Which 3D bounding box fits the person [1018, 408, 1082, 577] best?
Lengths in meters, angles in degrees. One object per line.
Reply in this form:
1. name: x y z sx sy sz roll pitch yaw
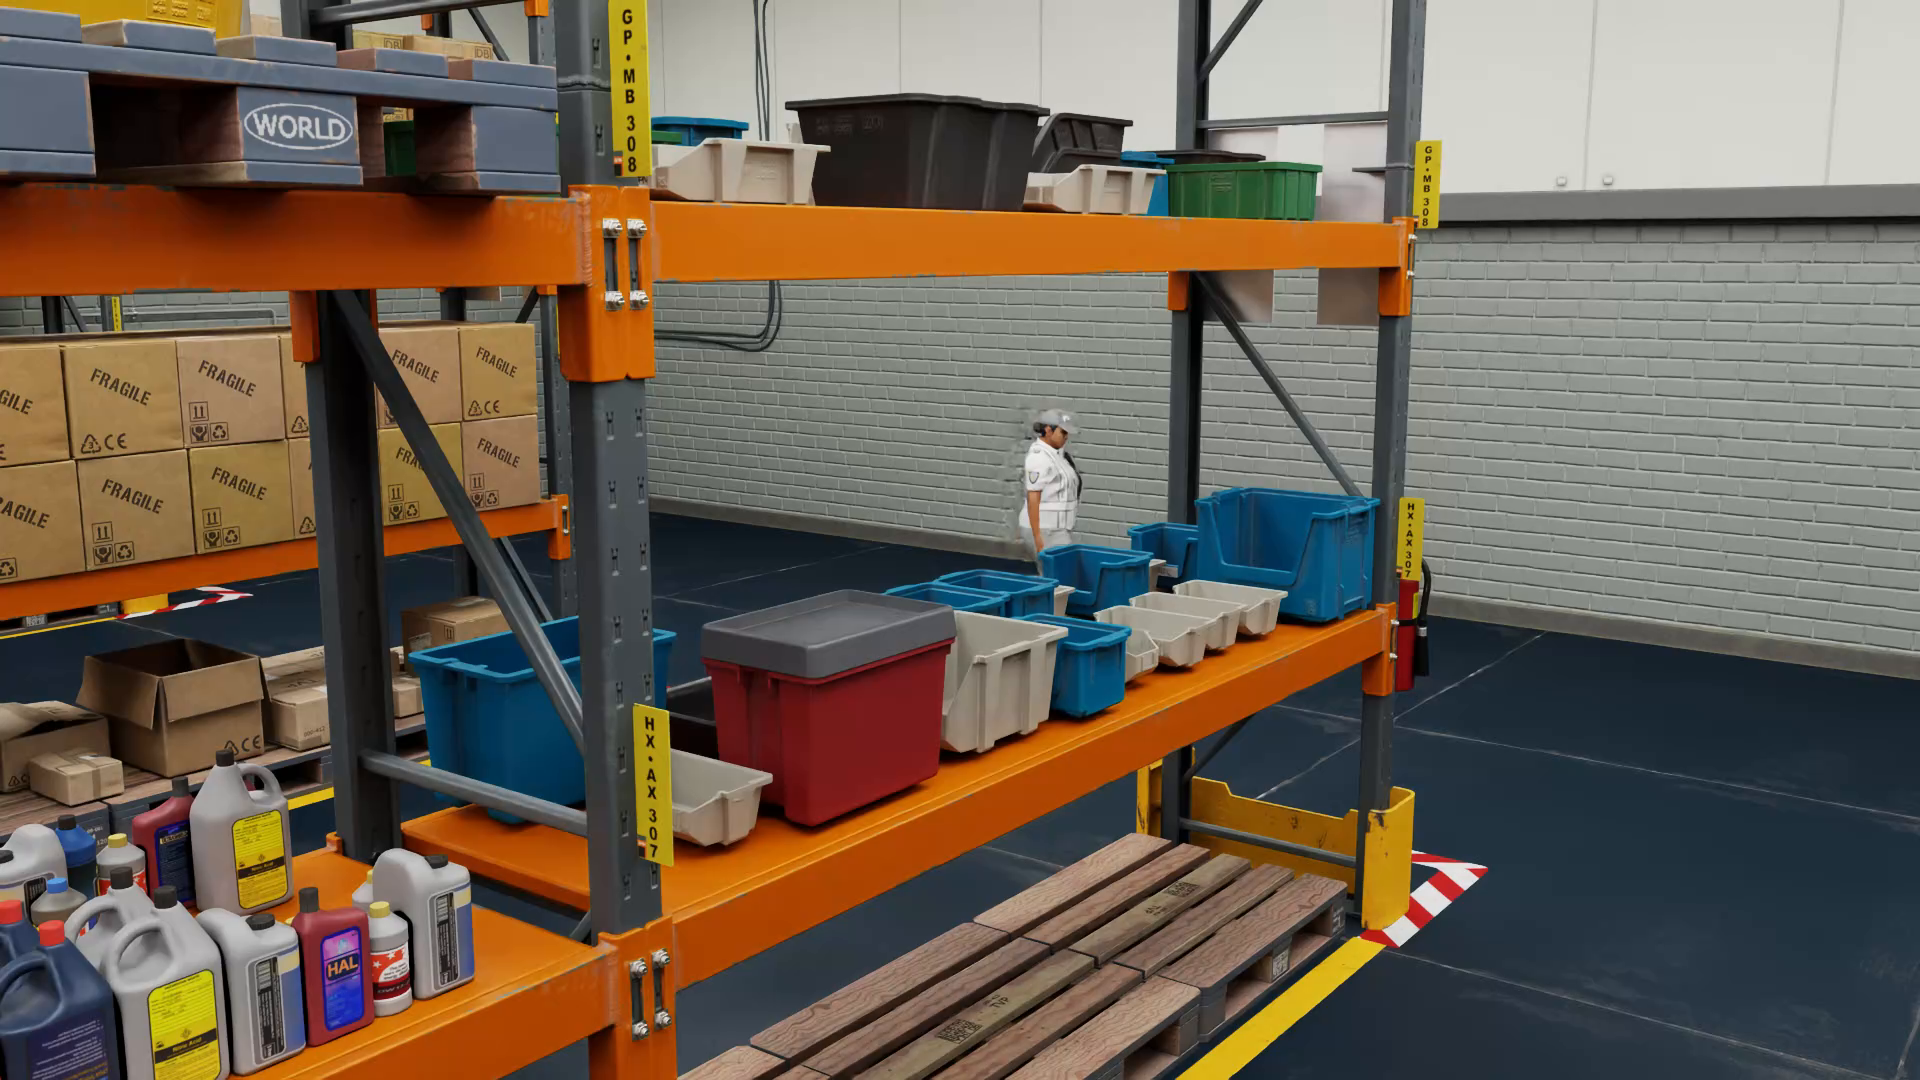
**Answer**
1. person: 0.624 -0.046 11.144 0.459 1.671 0.521 3 10 15
